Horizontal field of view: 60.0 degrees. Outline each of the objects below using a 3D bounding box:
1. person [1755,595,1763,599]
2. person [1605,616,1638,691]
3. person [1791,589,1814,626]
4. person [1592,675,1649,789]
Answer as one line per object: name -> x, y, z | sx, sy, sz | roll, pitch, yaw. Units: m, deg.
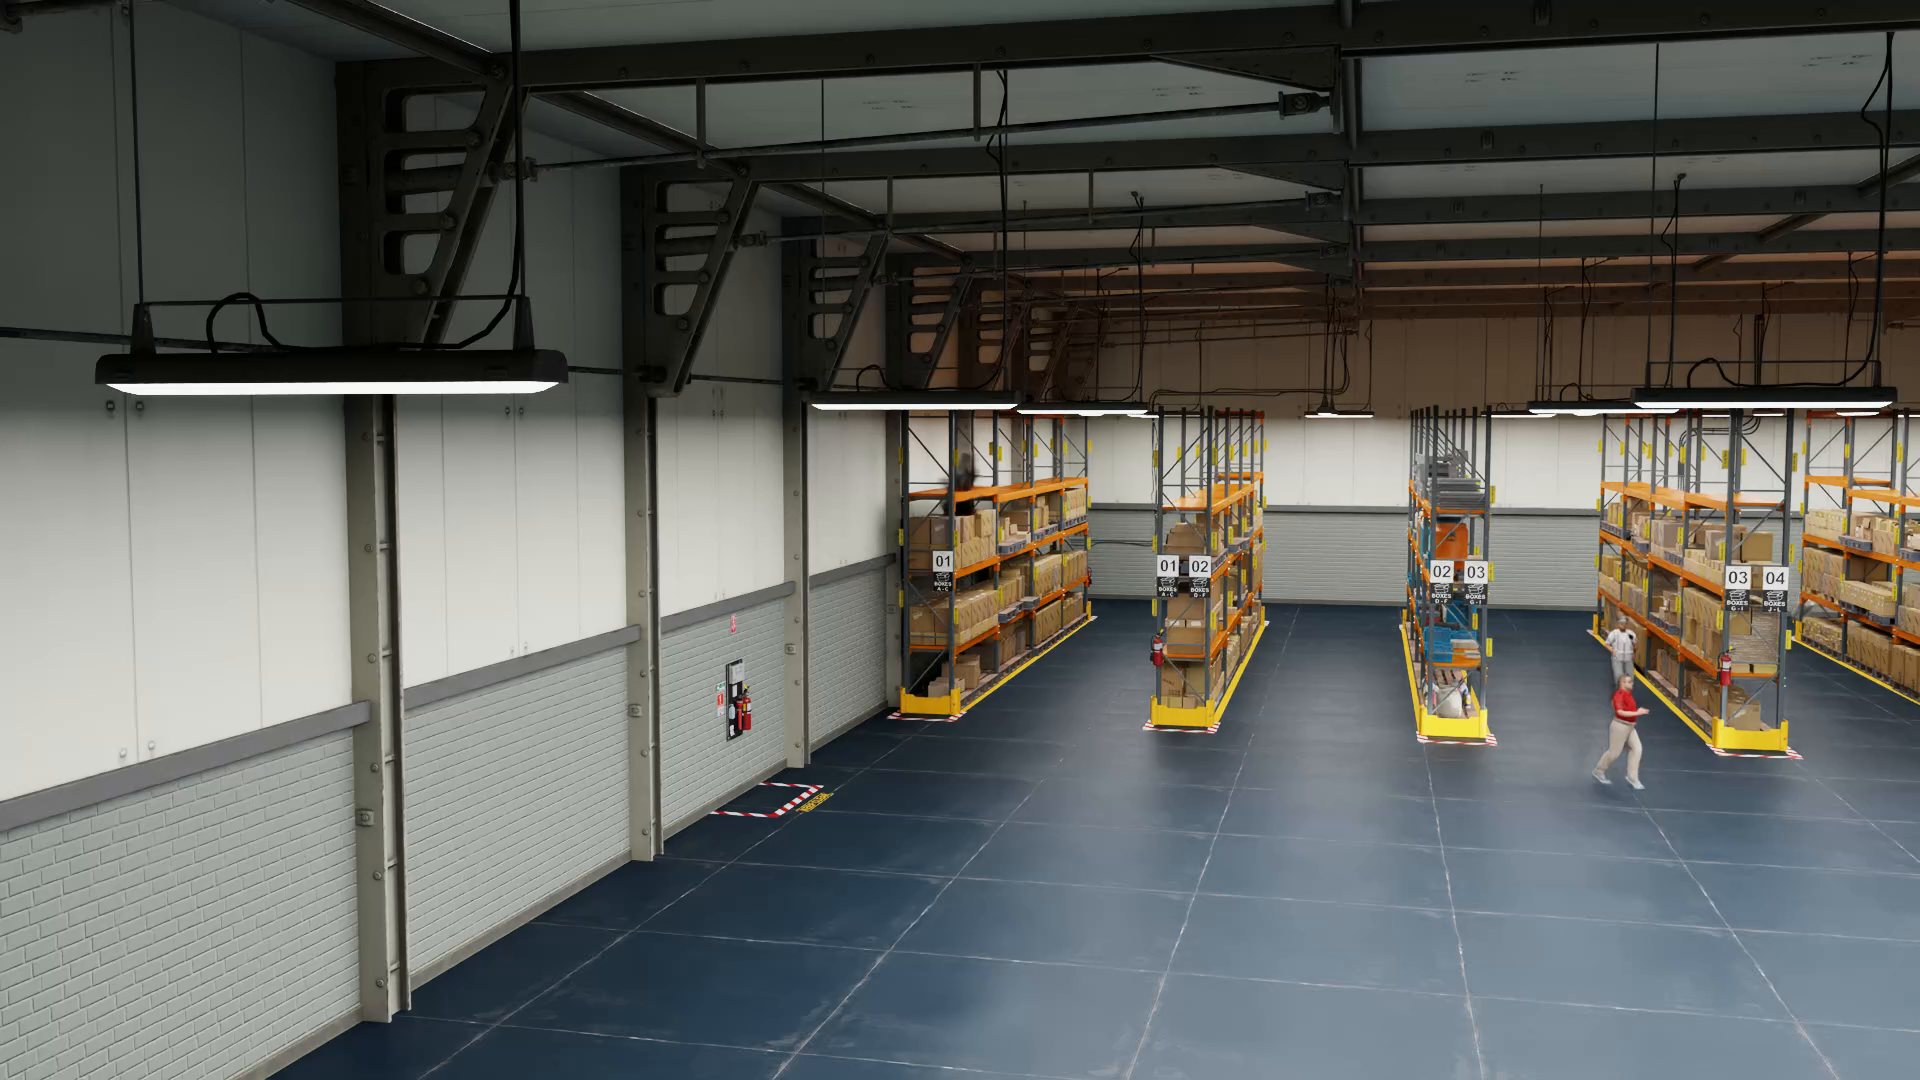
person -> 20.513, 1.812, 43.092 | 0.703, 1.654, 0.543 | 4, 6, 43
person -> 13.512, 2.417, 33.954 | 0.635, 1.732, 0.600 | 1, 4, 10
person -> 22.586, 1.731, 44.592 | 0.512, 1.615, 0.659 | 4, 5, 41
person -> 10.332, 3.004, 25.977 | 0.832, 1.812, 0.651 | 4, 5, 41
